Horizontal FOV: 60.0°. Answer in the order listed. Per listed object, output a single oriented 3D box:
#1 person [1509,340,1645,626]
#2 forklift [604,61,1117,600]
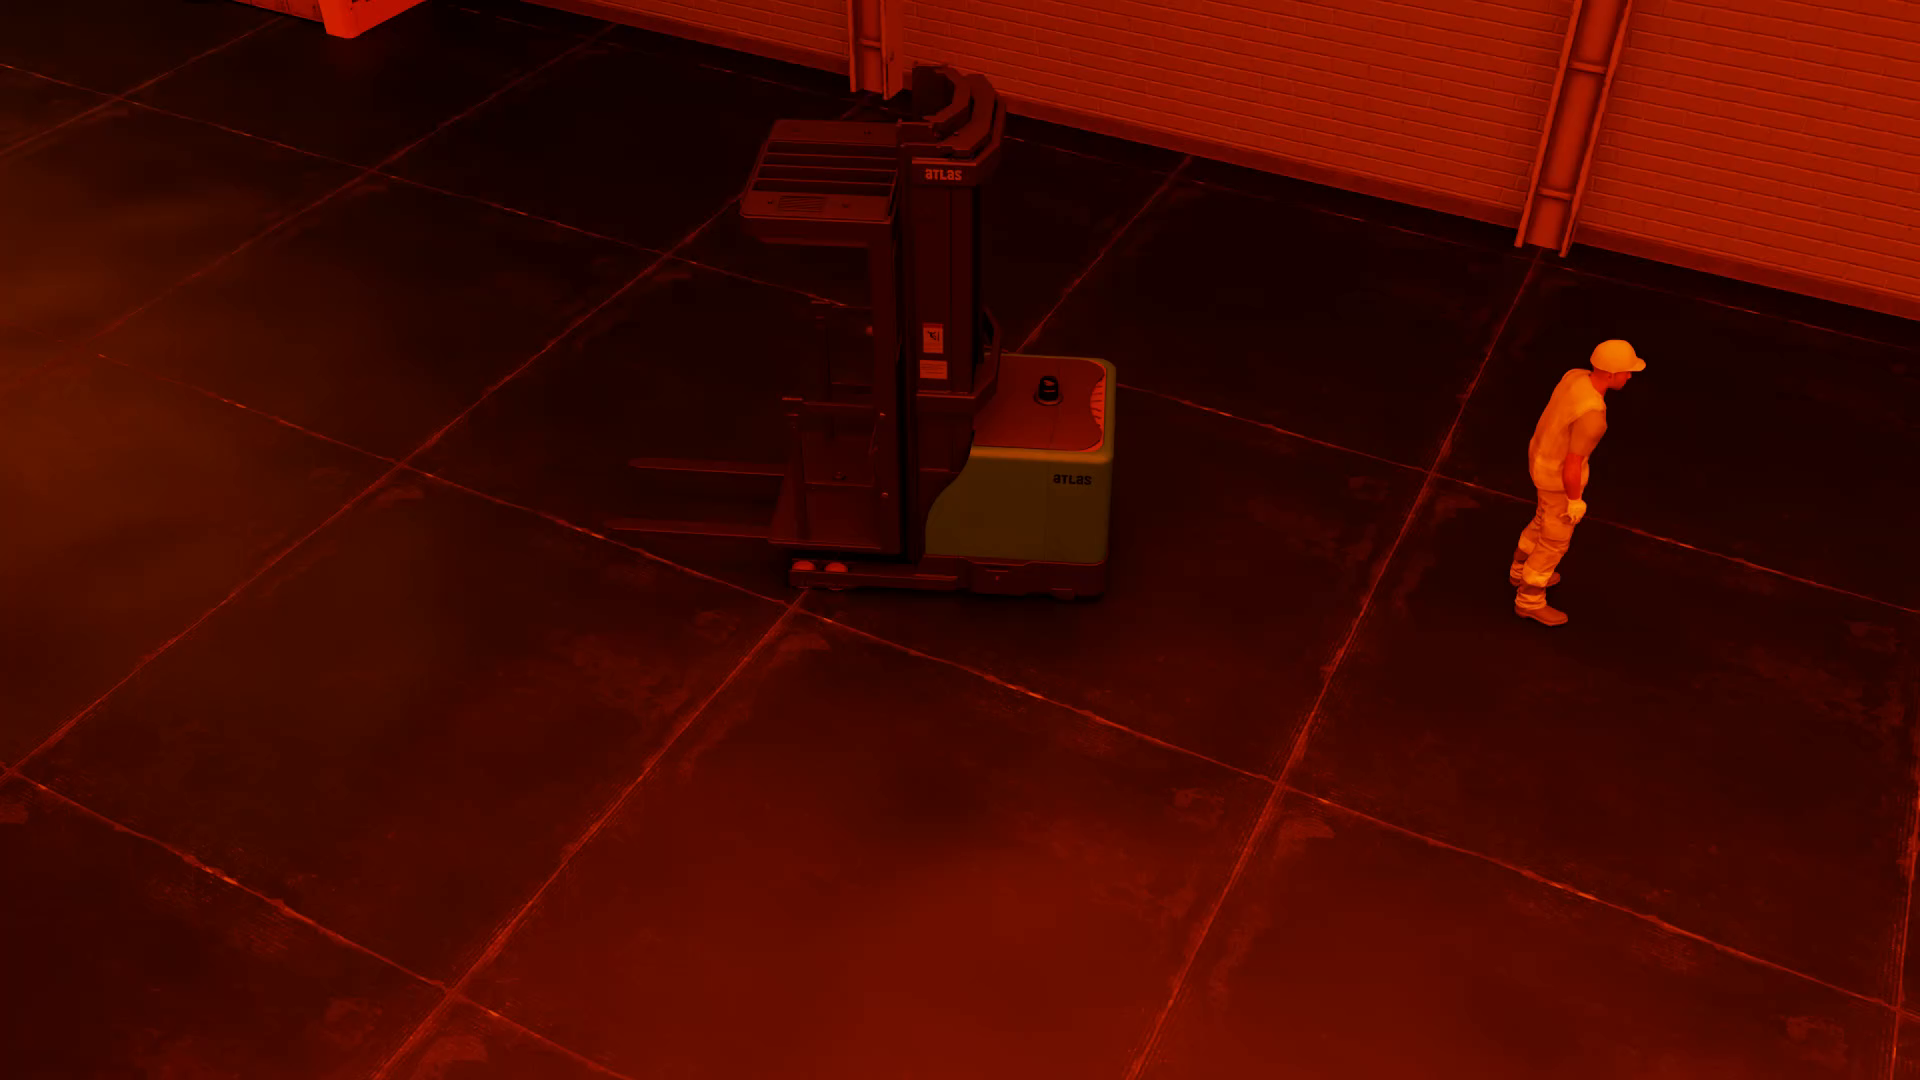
[{"bbox_3d":[3.396,-0.352,9.300,0.448,1.780,0.608,7,41,8],"label":"person"},{"bbox_3d":[-0.606,-1.157,9.360,3.031,2.935,1.130,3,40,4],"label":"forklift"}]
